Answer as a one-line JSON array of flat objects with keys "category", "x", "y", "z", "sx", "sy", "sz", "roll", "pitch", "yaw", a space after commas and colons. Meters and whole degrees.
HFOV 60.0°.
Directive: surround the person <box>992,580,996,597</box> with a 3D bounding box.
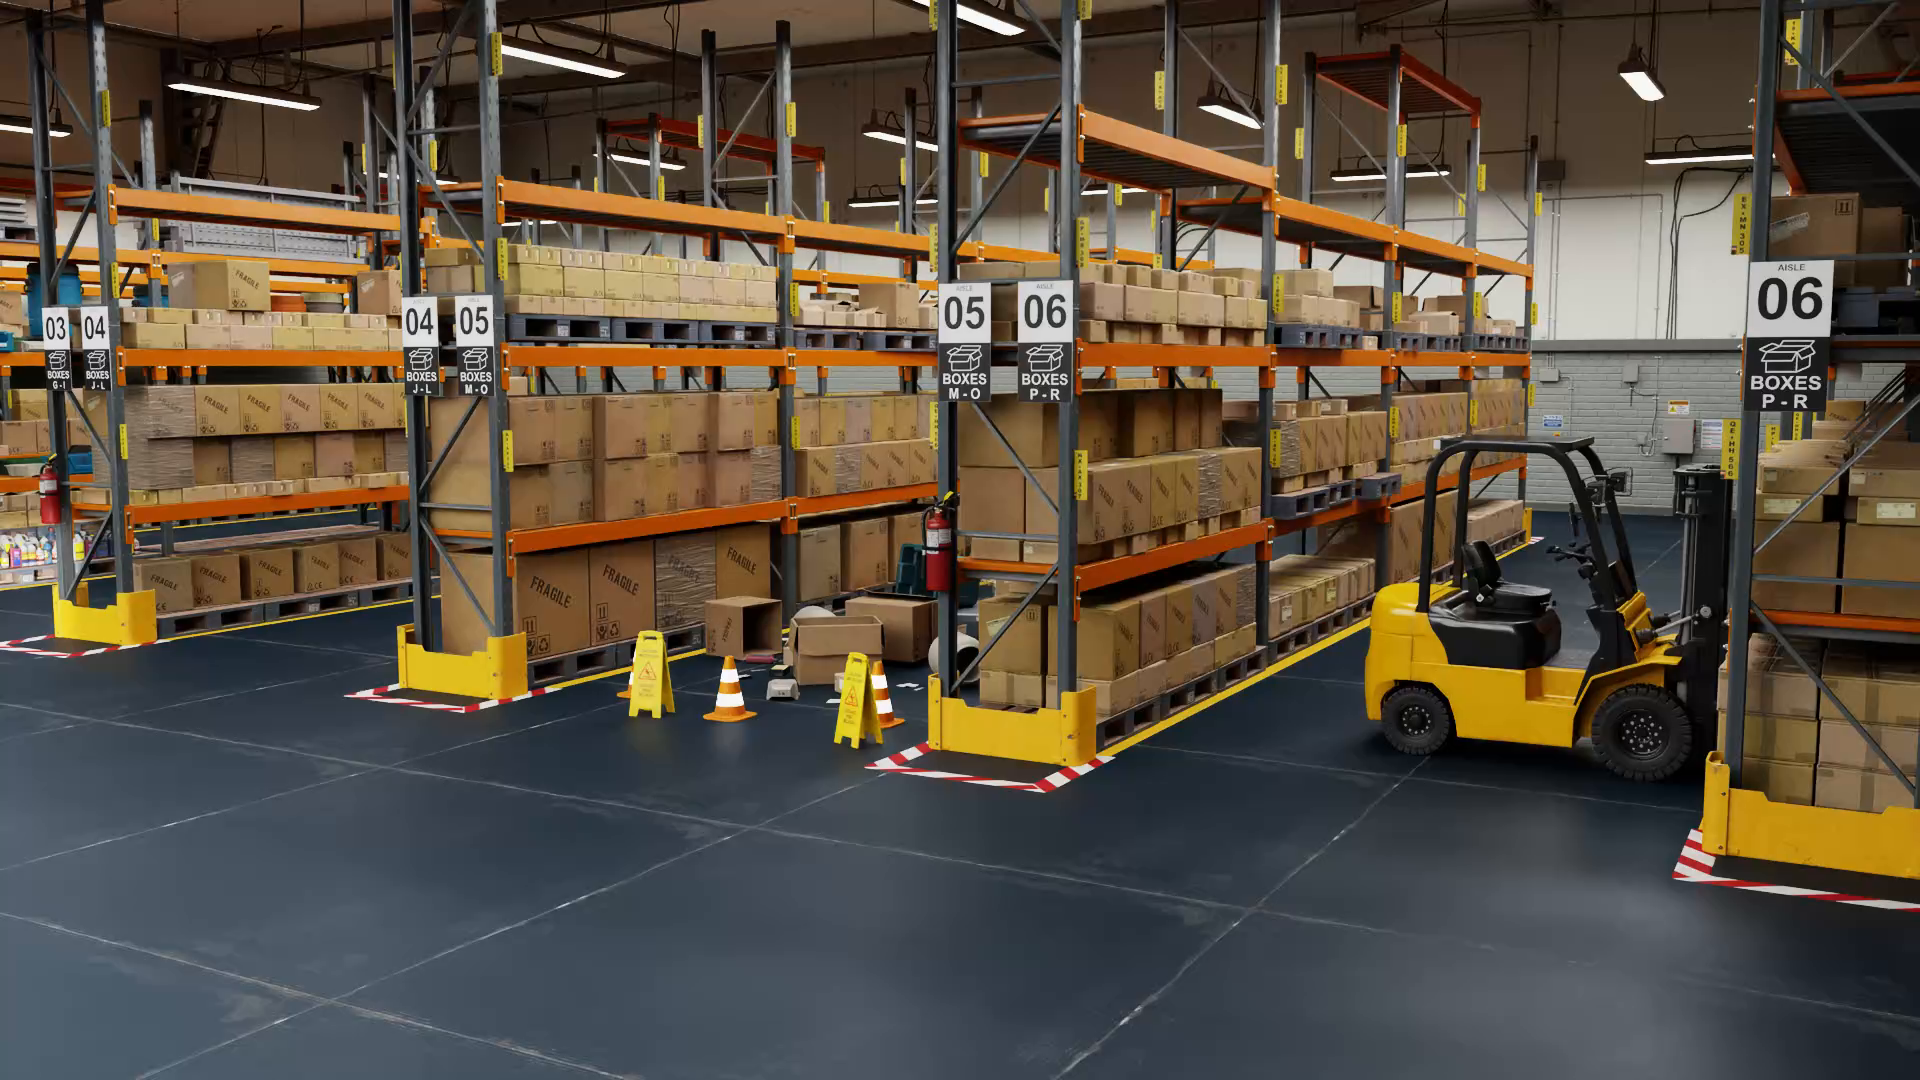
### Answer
[{"category": "person", "x": 0.607, "y": -0.148, "z": 18.806, "sx": 0.485, "sy": 1.638, "sz": 0.543, "roll": 4, "pitch": 7, "yaw": 32}]
